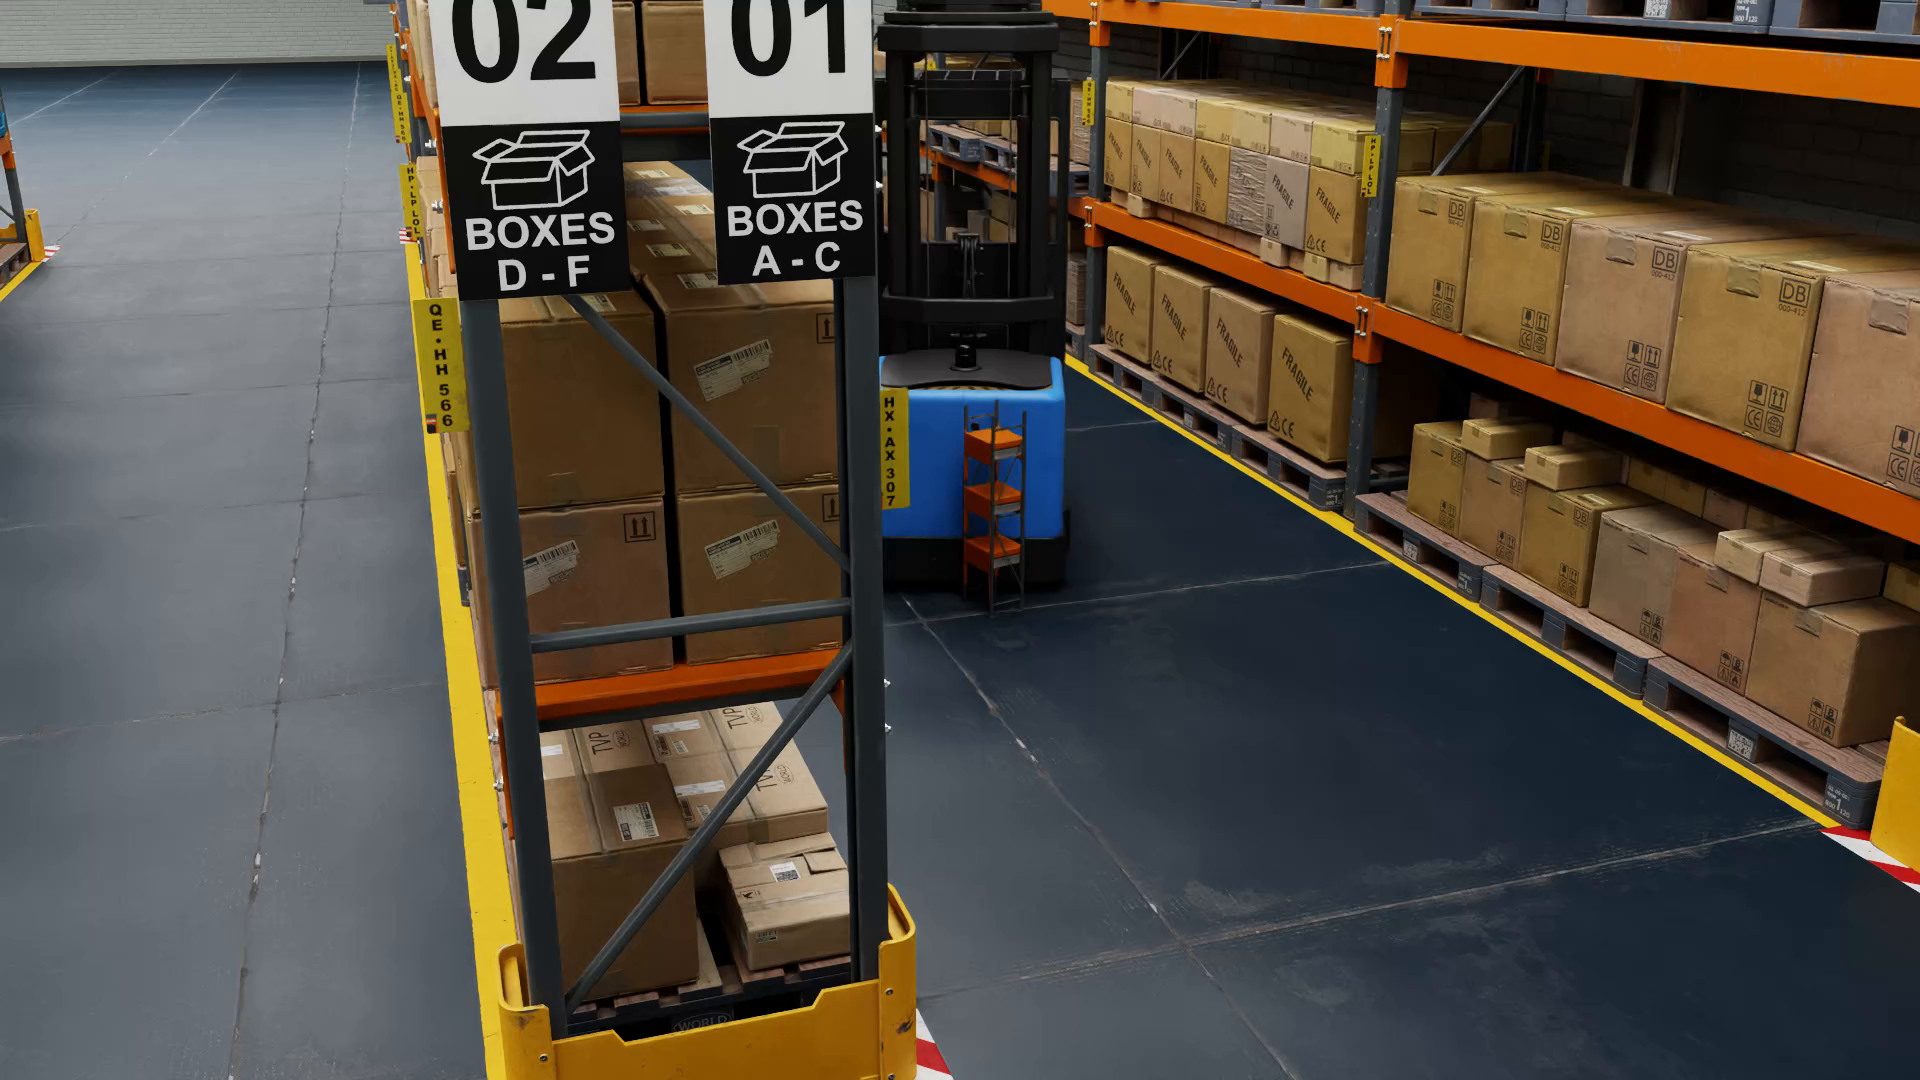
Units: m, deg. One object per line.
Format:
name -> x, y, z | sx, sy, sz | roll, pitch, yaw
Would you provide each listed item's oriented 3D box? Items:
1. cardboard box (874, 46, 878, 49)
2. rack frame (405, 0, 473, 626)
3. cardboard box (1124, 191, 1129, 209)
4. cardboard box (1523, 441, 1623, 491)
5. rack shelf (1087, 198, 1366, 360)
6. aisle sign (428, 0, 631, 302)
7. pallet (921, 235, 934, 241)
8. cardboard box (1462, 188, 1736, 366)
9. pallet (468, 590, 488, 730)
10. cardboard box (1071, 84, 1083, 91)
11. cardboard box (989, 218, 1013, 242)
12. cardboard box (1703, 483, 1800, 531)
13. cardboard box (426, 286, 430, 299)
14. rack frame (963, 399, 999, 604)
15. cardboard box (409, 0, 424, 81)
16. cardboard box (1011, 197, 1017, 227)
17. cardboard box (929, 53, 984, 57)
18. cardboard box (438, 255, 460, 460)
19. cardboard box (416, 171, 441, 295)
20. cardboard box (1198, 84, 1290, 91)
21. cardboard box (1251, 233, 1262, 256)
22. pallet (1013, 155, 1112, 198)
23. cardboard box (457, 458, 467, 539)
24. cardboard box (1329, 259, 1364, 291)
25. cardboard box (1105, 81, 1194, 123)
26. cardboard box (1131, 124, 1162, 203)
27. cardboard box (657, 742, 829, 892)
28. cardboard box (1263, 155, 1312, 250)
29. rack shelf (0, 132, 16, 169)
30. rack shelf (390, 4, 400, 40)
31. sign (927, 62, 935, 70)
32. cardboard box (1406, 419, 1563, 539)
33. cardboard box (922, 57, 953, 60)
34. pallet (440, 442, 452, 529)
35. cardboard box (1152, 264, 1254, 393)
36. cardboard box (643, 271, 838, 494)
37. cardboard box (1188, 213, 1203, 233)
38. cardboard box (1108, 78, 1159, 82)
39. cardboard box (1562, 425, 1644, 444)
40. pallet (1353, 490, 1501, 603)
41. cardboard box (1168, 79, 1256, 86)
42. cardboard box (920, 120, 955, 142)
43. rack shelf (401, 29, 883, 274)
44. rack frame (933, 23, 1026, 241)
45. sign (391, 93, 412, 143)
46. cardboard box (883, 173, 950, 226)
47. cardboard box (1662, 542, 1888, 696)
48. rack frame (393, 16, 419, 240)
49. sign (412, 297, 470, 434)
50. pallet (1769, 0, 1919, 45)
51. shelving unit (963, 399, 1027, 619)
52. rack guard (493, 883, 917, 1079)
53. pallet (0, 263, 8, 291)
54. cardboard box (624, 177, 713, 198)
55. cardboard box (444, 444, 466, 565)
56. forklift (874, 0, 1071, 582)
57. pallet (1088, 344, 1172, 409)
cardboard box -> -1.014, -5.380, 19.042 | 0.500, 0.500, 0.500 | -6, 21, -17
rack frame -> -1.954, -1.055, 7.916 | 1.000, 3.000, 0.127 | -6, 21, -17
cardboard box -> 1.445, -2.545, 12.408 | 0.380, 0.149, 0.250 | -6, 21, -16
cardboard box -> 2.984, -0.361, 8.102 | 0.380, 0.149, 0.250 | -7, 21, -19
rack shelf -> 2.119, -1.886, 11.294 | 1.077, 0.370, 4.000 | -6, 21, -17
aisle sign -> -0.966, -0.940, 3.752 | 0.394, 0.787, 0.004 | -6, 21, -17
pallet -> -0.012, -3.049, 17.593 | 1.003, 0.211, 1.213 | -6, 21, -17
cardboard box -> 3.127, -1.313, 8.191 | 0.980, 0.700, 0.700 | -7, 21, -19
pallet -> -1.739, 0.478, 7.774 | 1.003, 0.211, 1.213 | -6, 21, -17
cardboard box -> 0.920, -3.667, 14.391 | 0.700, 0.500, 0.500 | -6, 21, -17
cardboard box -> 0.690, -2.785, 15.781 | 0.700, 0.500, 0.500 | -7, 21, -18
cardboard box -> 3.600, -0.145, 7.500 | 0.380, 0.149, 0.250 | -6, 21, -16
cardboard box -> -3.779, -1.814, 12.647 | 0.500, 0.311, 0.500 | -7, 21, -18
rack frame -> 0.105, -0.186, 8.378 | 0.200, 1.050, 0.008 | -12, 23, -30
cardboard box -> -1.425, -1.570, 5.135 | 0.500, 0.250, 0.500 | -6, 21, -17
cardboard box -> 0.789, -2.991, 15.245 | 0.500, 0.250, 0.500 | -7, 21, -19
cardboard box -> -0.027, -4.941, 17.820 | 0.500, 0.500, 0.500 | -6, 21, -16
cardboard box -> -1.257, -0.565, 4.924 | 0.500, 0.500, 0.500 | -6, 21, -16
cardboard box -> -1.911, -1.226, 6.765 | 0.500, 0.500, 0.500 | -7, 21, -19
cardboard box -> 2.038, -3.131, 11.969 | 0.500, 0.250, 0.500 | -7, 21, -19
cardboard box -> 2.079, -1.883, 10.562 | 0.380, 0.149, 0.250 | -6, 21, -17
pallet -> 1.165, -2.993, 13.596 | 1.213, 0.211, 1.003 | -6, 21, -17
cardboard box -> -1.414, -0.260, 5.555 | 0.500, 0.500, 0.500 | -6, 21, -17
cardboard box -> 2.372, -1.552, 9.642 | 0.380, 0.149, 0.250 | -6, 21, -17
cardboard box -> 1.397, -3.233, 12.254 | 0.500, 0.250, 0.500 | -6, 21, -16
cardboard box -> 1.556, -2.710, 11.908 | 0.500, 0.500, 0.500 | -6, 21, -15
cardboard box -> -0.756, 0.951, 5.749 | 0.500, 0.250, 0.500 | -6, 21, -17
cardboard box -> 2.193, -2.063, 10.105 | 0.500, 0.500, 0.500 | -6, 21, -17
rack shelf -> -9.801, -3.400, 15.510 | 1.077, 0.370, 4.000 | -6, 21, -17
rack shelf -> -3.840, -4.054, 12.892 | 1.077, 0.370, 4.000 | -6, 21, -17
sign -> -0.280, -4.497, 16.219 | 0.100, 0.325, 0.005 | -6, 21, -17
cardboard box -> 2.885, -0.353, 9.038 | 0.700, 0.500, 0.500 | -6, 21, -17
cardboard box -> -0.372, -4.720, 17.203 | 0.500, 0.500, 0.500 | -7, 21, -18
pallet -> -2.633, -0.392, 10.195 | 1.003, 0.211, 1.213 | -6, 21, -17
cardboard box -> 1.866, -1.520, 11.771 | 0.750, 0.750, 0.750 | -6, 21, -17
cardboard box -> -0.586, -0.459, 4.631 | 0.500, 0.500, 0.500 | -6, 21, -16
cardboard box -> 1.805, -2.217, 11.494 | 0.380, 0.149, 0.250 | -6, 21, -16
cardboard box -> 1.353, -3.533, 13.057 | 0.380, 0.149, 0.250 | -9, 22, -24
cardboard box -> 3.279, -0.472, 8.411 | 0.380, 0.149, 0.250 | -7, 21, -19
pallet -> 2.912, -0.018, 9.154 | 1.003, 0.211, 1.213 | -6, 21, -17
cardboard box -> 1.879, -3.298, 12.433 | 0.500, 0.250, 0.500 | -6, 21, -16
cardboard box -> -0.204, -4.208, 16.888 | 0.500, 0.250, 0.500 | -6, 21, -17
rack shelf -> -1.326, -1.486, 5.744 | 1.077, 0.370, 4.000 | -6, 21, -17
rack frame -> 0.233, -4.150, 16.533 | 1.000, 3.000, 0.127 | -6, 21, -17
sign -> -3.737, -2.824, 11.127 | 0.100, 0.325, 0.005 | -6, 21, -17
cardboard box -> -0.530, -3.809, 18.630 | 0.700, 0.500, 0.500 | -8, 21, -21
cardboard box -> 3.532, 0.305, 7.206 | 0.700, 0.500, 0.500 | -6, 21, -17
rack frame -> -5.726, -4.906, 18.638 | 1.000, 3.000, 0.127 | -6, 21, -17
sign -> -1.230, -0.413, 3.947 | 0.100, 0.325, 0.005 | -6, 21, -17
pallet -> 3.761, -1.906, 5.979 | 1.003, 0.211, 1.213 | -6, 21, -17
shelving unit -> 0.170, -0.151, 8.281 | 0.215, 1.050, 0.252 | -12, 23, -30
rack guard -> -0.721, 1.381, 4.833 | 1.175, 0.500, 0.348 | -6, 21, -17
pallet -> -9.731, -2.397, 15.778 | 1.003, 0.211, 1.213 | -6, 21, -17
cardboard box -> -1.228, -1.112, 6.448 | 0.500, 0.500, 0.500 | -6, 21, -17
cardboard box -> -2.381, -0.214, 8.621 | 0.500, 0.500, 0.500 | -7, 21, -17
forklift -> 0.064, -1.608, 9.557 | 1.130, 2.935, 3.031 | 1, 20, 2
pallet -> 1.666, -1.293, 12.703 | 1.003, 0.211, 1.213 | -6, 21, -17
